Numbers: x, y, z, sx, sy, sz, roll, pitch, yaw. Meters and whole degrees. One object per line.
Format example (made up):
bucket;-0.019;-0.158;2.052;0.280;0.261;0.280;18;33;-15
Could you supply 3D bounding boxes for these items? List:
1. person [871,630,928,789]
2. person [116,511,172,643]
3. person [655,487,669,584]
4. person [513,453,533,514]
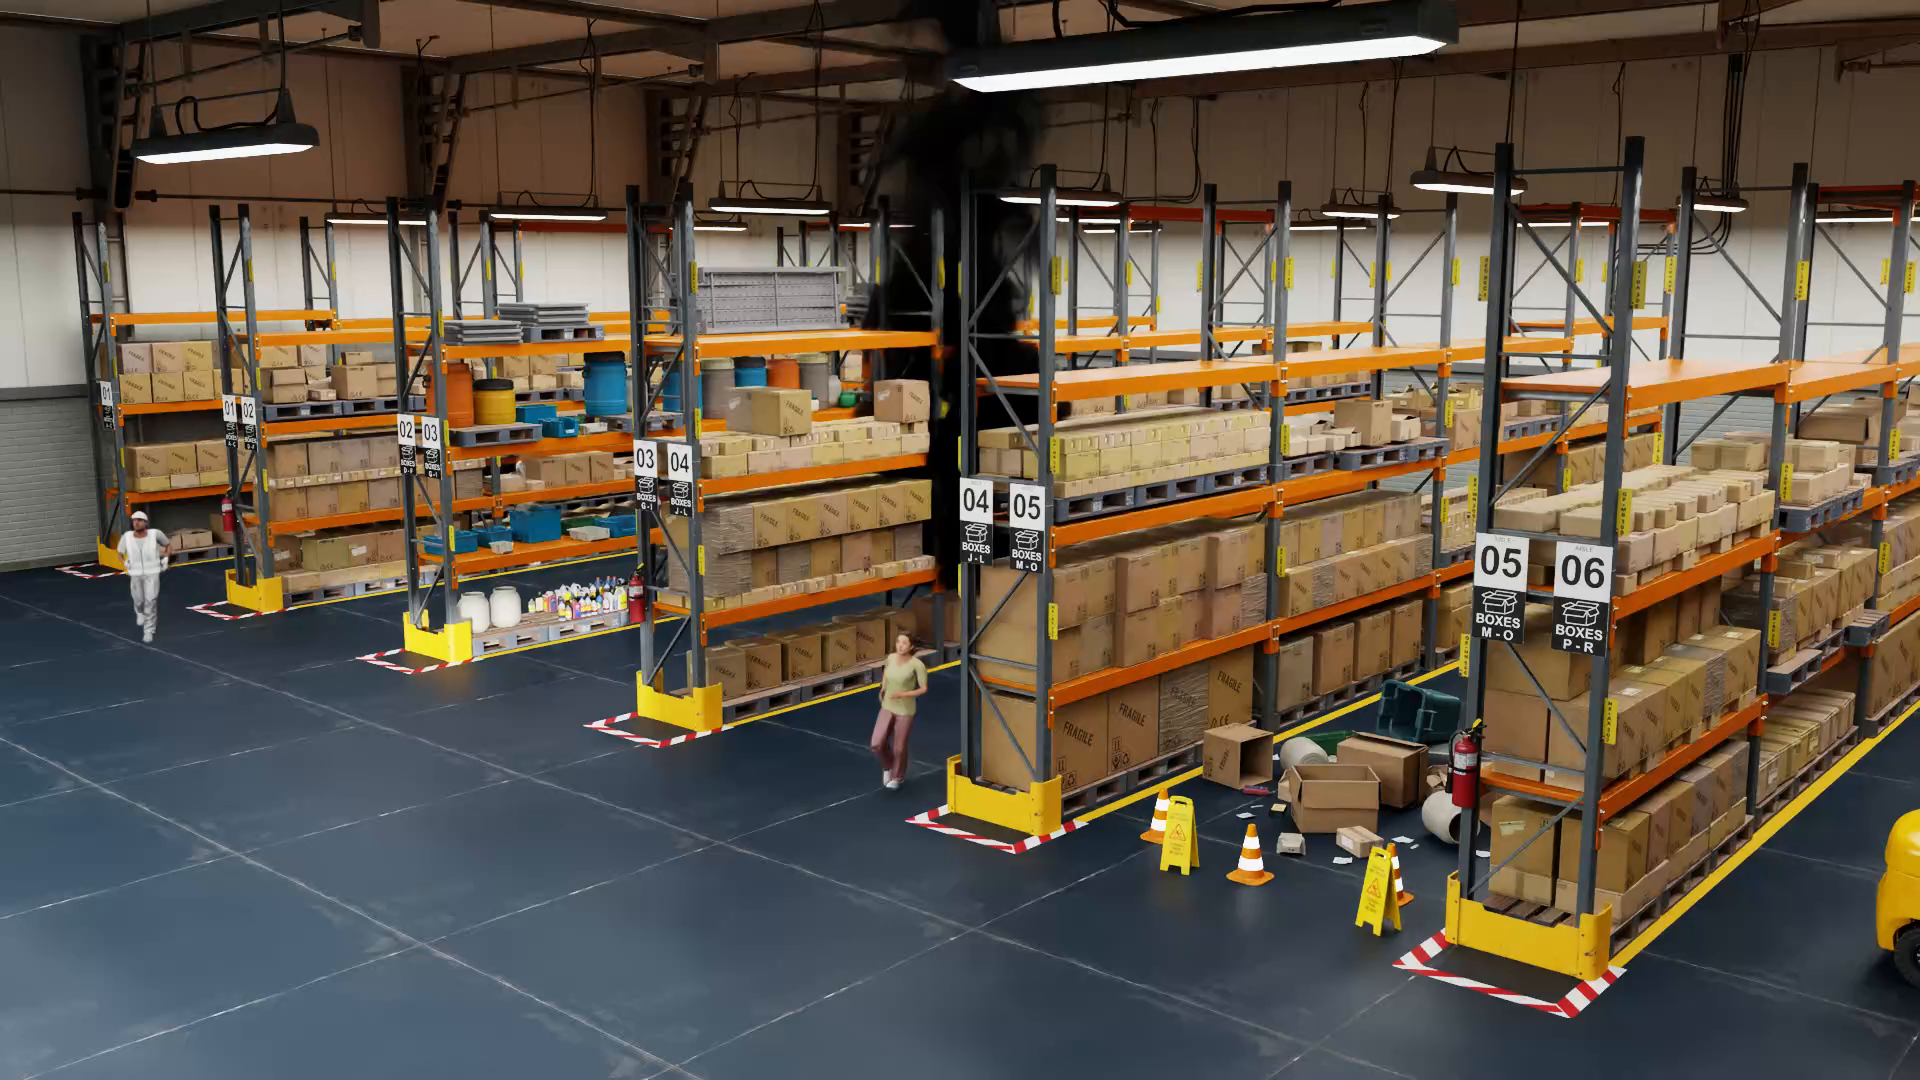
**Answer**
person;-0.574;1.679;16.278;0.552;1.633;0.563;4;10;22
person;-11.318;0.475;23.121;0.692;1.782;0.924;-3;10;-18
person;-4.928;-0.113;26.709;0.692;1.720;0.589;7;12;35
person;-8.185;-0.879;31.271;0.703;1.729;0.653;6;11;32
